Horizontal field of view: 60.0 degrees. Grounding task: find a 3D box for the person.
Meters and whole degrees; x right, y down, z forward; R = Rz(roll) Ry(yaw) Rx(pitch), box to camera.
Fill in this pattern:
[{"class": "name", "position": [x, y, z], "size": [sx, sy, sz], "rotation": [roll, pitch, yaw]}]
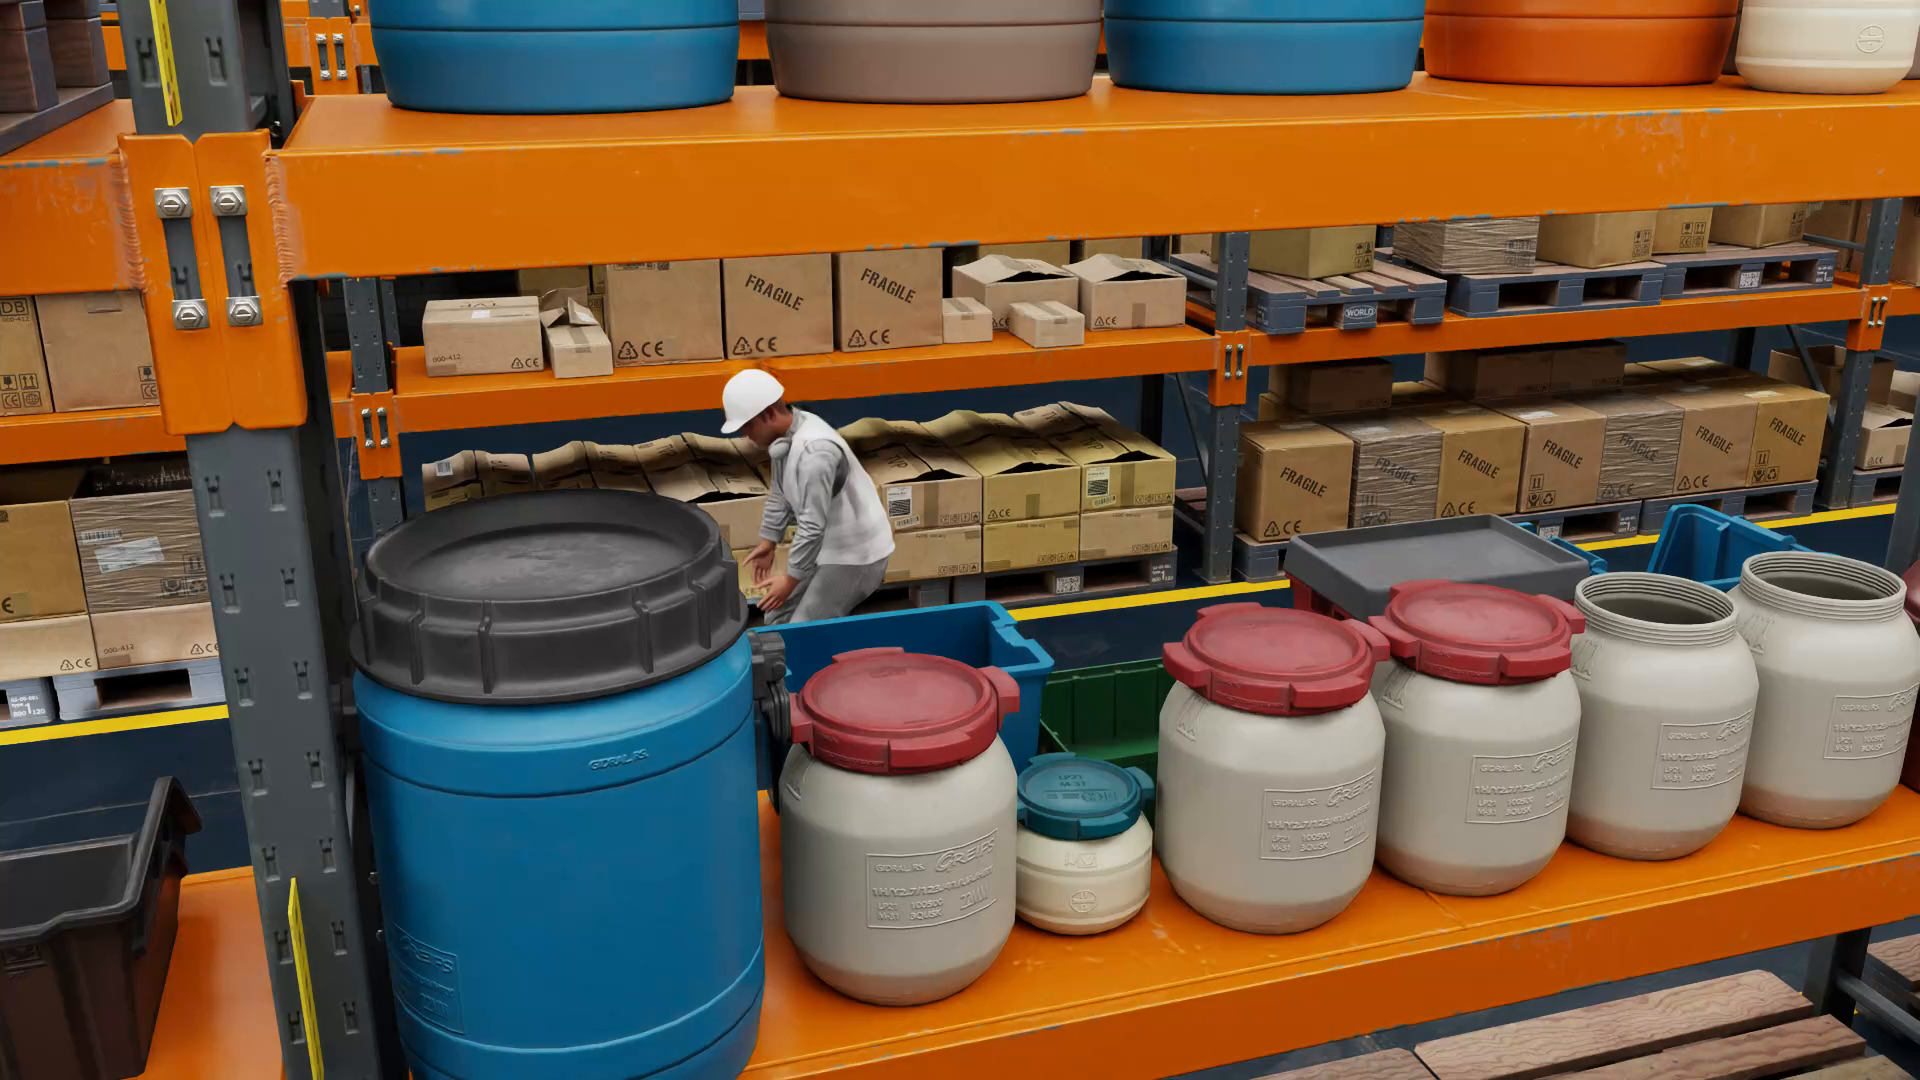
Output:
[{"class": "person", "position": [-0.602, 0.062, 6.686], "size": [0.671, 1.559, 0.588], "rotation": [-6, 20, -17]}]
